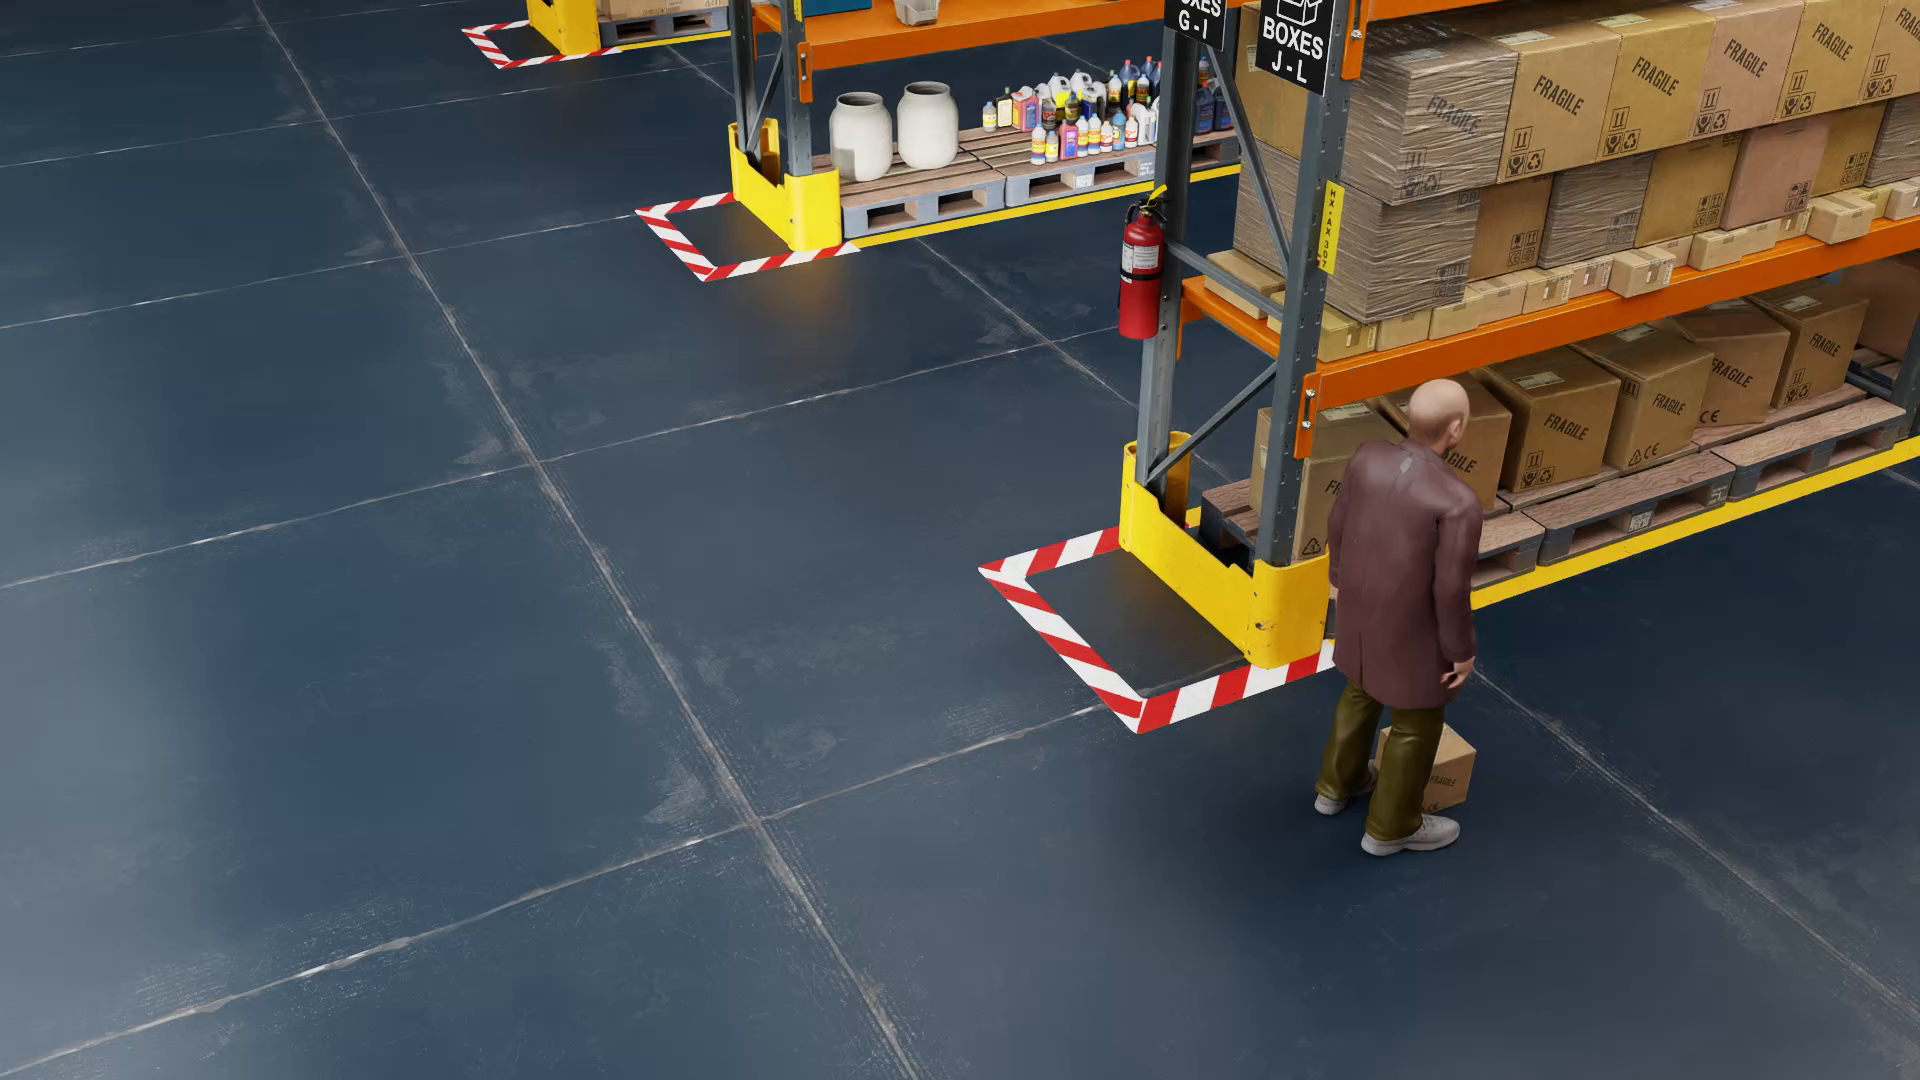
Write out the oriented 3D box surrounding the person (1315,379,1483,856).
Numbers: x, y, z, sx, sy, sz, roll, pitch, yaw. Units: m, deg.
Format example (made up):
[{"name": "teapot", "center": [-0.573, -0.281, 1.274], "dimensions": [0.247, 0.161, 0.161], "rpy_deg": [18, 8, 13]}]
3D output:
[{"name": "person", "center": [1.512, 0.314, 5.767], "dimensions": [0.429, 1.660, 0.648], "rpy_deg": [-19, 37, -26]}]
